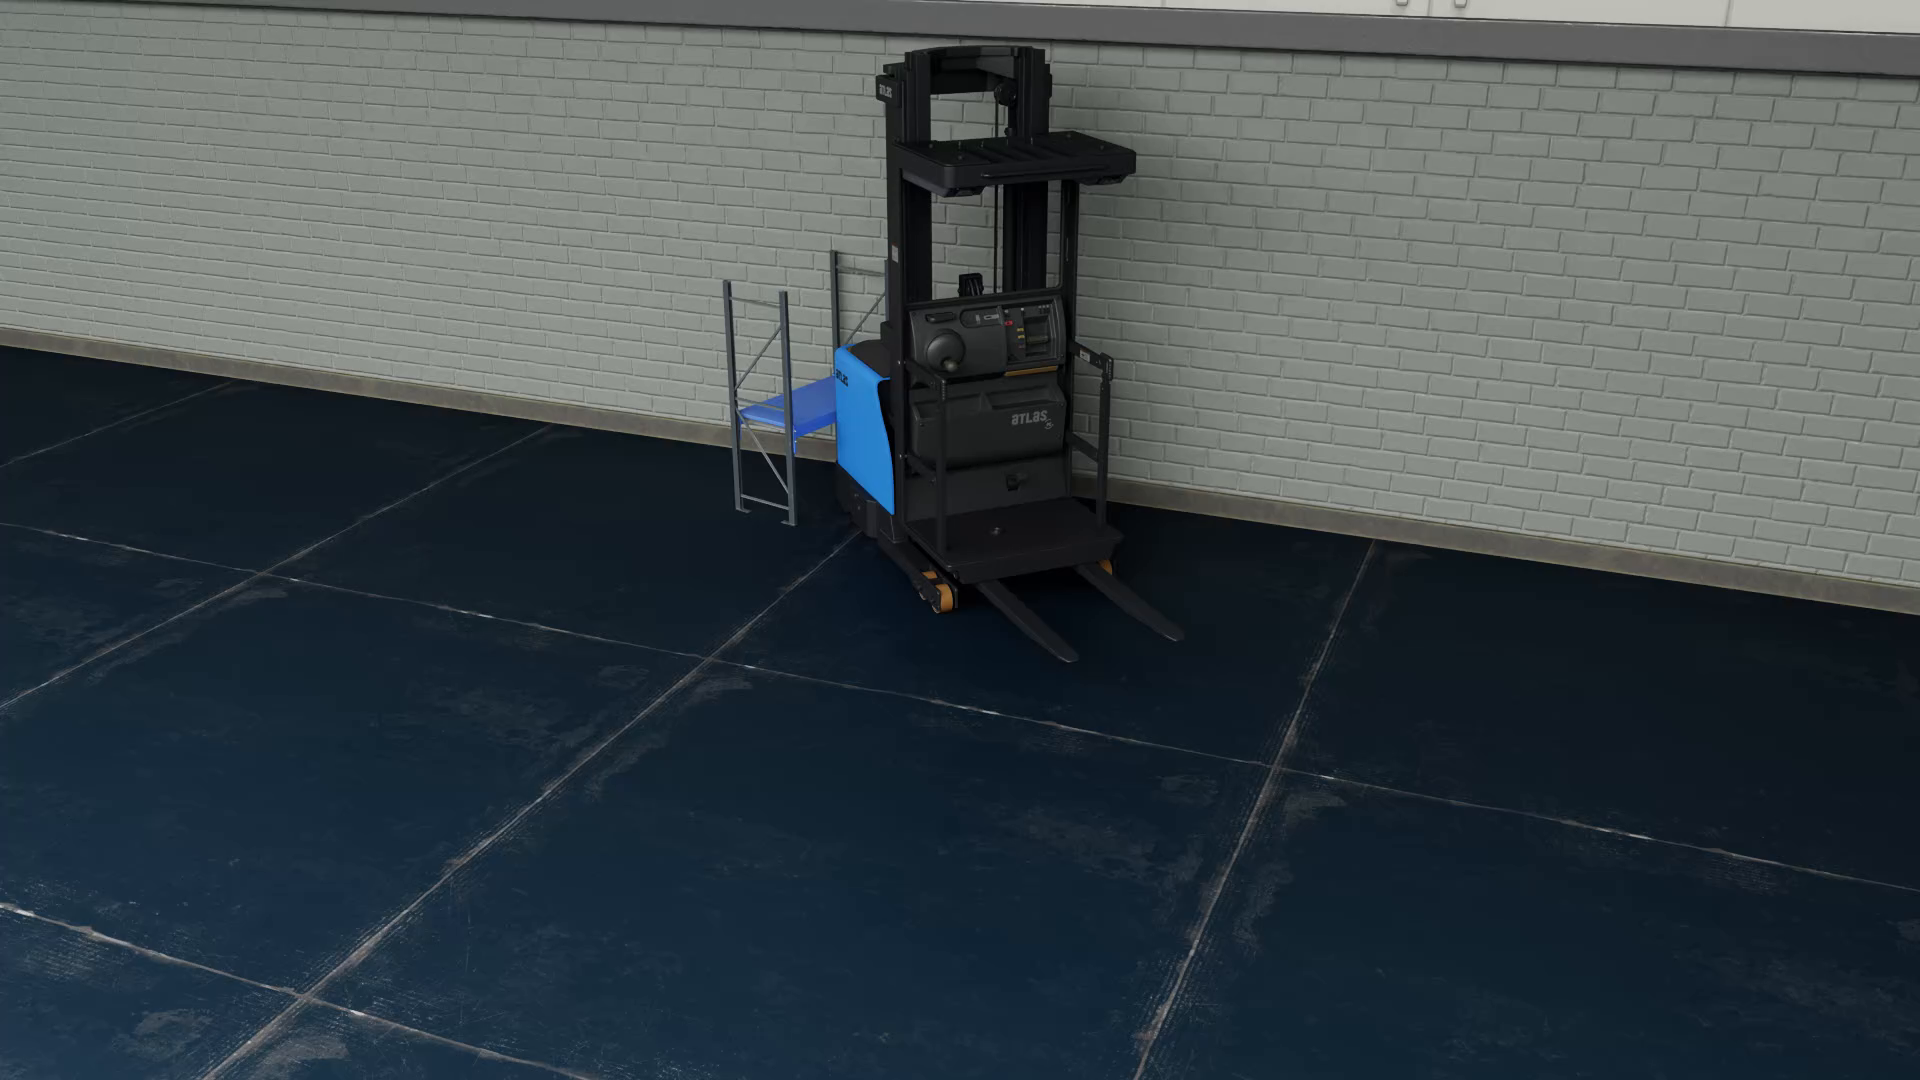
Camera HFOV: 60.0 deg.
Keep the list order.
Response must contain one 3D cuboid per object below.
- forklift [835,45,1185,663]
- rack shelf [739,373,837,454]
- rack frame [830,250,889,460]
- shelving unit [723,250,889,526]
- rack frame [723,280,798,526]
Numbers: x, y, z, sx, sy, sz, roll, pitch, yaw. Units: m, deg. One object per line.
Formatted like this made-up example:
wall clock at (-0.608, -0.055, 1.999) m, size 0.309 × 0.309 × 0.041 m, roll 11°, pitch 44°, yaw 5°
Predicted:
forklift at (0.247, -1.130, 9.152) m, size 1.130 × 2.935 × 3.031 m, roll -9°, pitch 24°, yaw -21°
rack shelf at (-0.939, -0.831, 10.758) m, size 0.538 × 0.185 × 1.000 m, roll 15°, pitch 27°, yaw 33°
rack frame at (-0.643, -1.156, 11.070) m, size 0.500 × 1.500 × 0.032 m, roll 15°, pitch 27°, yaw 33°
shelving unit at (-0.939, -0.997, 10.689) m, size 0.538 × 1.500 × 1.048 m, roll 15°, pitch 27°, yaw 33°
rack frame at (-1.236, -0.838, 10.308) m, size 0.500 × 1.500 × 0.032 m, roll 15°, pitch 27°, yaw 33°
